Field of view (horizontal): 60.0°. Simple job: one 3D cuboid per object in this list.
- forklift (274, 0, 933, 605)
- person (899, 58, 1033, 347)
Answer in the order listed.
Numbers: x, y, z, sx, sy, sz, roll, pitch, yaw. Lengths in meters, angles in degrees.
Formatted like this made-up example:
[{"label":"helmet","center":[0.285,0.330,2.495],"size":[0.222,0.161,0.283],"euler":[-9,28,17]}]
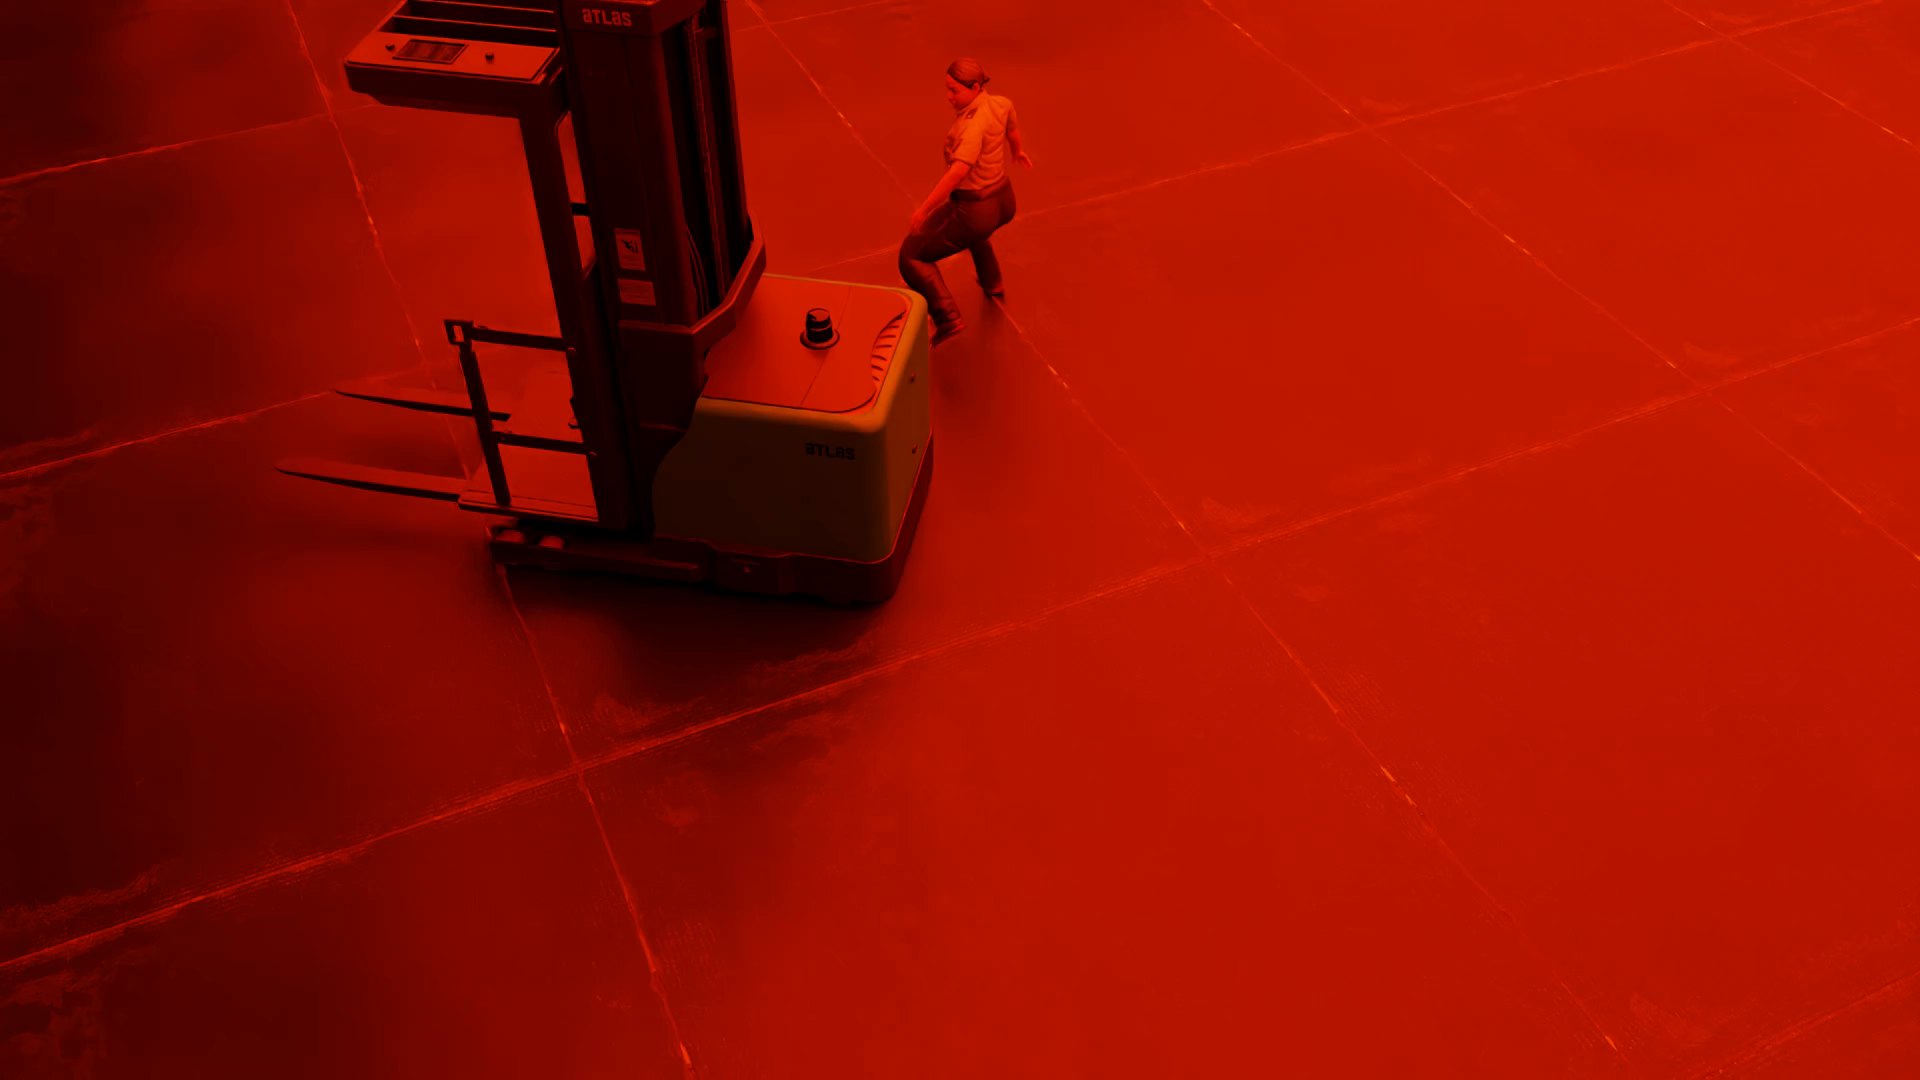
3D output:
[{"label":"forklift","center":[-1.698,-1.277,7.049],"size":[3.031,2.935,1.130],"euler":[8,44,8]},{"label":"person","center":[0.070,-1.799,8.699],"size":[0.485,1.542,1.049],"euler":[23,48,23]}]
